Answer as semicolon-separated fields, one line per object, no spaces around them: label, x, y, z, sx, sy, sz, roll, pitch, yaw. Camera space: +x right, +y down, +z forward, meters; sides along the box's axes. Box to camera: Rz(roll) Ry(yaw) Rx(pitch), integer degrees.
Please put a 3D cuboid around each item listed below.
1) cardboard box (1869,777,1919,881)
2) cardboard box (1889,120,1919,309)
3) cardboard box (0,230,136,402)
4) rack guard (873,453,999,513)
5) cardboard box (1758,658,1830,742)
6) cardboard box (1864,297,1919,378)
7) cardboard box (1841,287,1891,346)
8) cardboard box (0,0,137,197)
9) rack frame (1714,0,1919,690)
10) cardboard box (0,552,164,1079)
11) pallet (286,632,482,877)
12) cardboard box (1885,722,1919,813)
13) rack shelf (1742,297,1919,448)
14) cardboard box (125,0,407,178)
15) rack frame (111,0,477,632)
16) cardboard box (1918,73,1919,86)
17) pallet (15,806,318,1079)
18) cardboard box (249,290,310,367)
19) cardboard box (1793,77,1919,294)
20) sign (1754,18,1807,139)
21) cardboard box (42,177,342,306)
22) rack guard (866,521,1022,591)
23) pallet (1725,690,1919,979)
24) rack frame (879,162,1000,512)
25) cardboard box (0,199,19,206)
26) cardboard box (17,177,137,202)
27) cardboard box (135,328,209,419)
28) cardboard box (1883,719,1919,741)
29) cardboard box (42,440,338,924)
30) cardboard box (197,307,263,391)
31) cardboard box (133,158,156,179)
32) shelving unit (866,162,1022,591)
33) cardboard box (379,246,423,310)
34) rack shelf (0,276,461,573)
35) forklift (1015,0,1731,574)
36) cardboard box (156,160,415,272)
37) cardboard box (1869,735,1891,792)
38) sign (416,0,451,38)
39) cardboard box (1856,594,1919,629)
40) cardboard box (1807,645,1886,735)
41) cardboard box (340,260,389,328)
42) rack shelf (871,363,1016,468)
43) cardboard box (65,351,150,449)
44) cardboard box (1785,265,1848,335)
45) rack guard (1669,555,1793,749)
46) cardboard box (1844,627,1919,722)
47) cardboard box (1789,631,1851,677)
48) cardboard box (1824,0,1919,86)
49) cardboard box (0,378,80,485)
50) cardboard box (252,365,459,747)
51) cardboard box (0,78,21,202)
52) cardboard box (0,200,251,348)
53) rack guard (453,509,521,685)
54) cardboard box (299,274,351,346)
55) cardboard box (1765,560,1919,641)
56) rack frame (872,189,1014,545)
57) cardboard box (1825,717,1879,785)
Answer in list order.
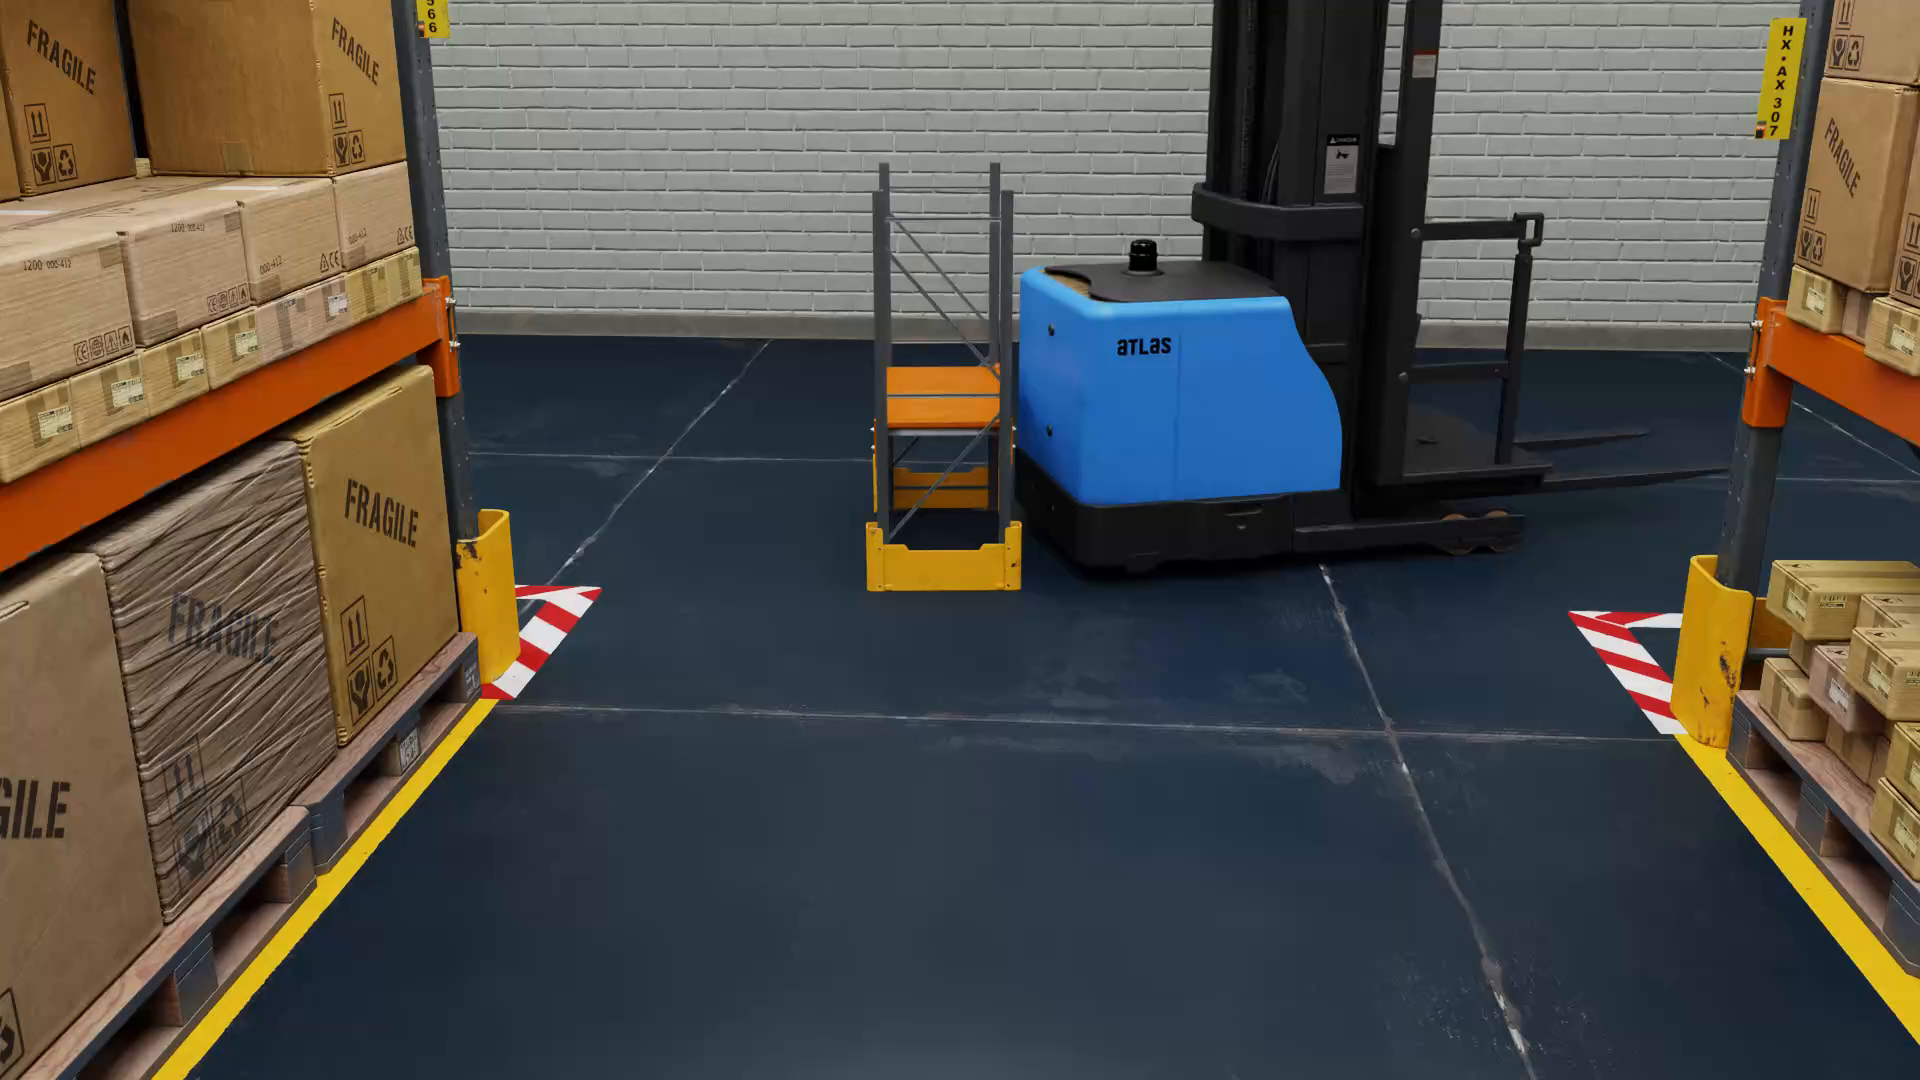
cardboard box;2.401;0.686;3.917;0.380;0.149;0.250;2;18;5
cardboard box;2.513;-0.751;3.760;0.500;0.500;0.500;1;18;4
cardboard box;-1.983;-0.441;3.213;0.500;0.250;0.500;1;18;4
rack guard;-0.084;-0.249;7.281;0.587;0.250;0.087;0;18;-1
cardboard box;2.476;0.449;4.641;0.380;0.149;0.250;2;18;5
cardboard box;2.434;-0.487;3.996;0.380;0.149;0.250;1;18;2
cardboard box;2.506;-0.570;4.248;0.380;0.149;0.250;2;18;6
cardboard box;-2.446;-1.132;4.121;0.500;0.500;0.500;1;18;3
rack frame;2.833;-0.862;4.737;1.000;3.000;0.127;1;18;4
cardboard box;-2.202;0.565;3.118;0.875;0.875;0.875;1;18;4
pallet;-2.086;0.571;4.842;1.003;0.211;1.213;1;18;4
cardboard box;2.408;0.548;3.861;0.380;0.149;0.250;2;18;6
rack shelf;2.690;0.101;2.954;1.077;0.370;4.000;1;18;4
cardboard box;-1.879;-1.274;4.551;0.500;0.500;0.500;2;18;5
rack frame;-2.107;-1.004;5.171;1.000;3.000;0.127;1;18;4
cardboard box;2.507;-1.236;3.633;0.500;0.500;0.500;2;18;6
pallet;-2.176;0.949;3.689;1.003;0.211;1.213;1;18;4
cardboard box;-1.859;-0.530;4.128;0.380;0.149;0.250;2;18;5
cardboard box;2.526;-0.918;4.269;0.500;0.500;0.500;2;18;7
sign;2.292;-1.286;4.639;0.100;0.325;0.005;1;18;4
cardboard box;-1.914;-0.760;4.190;0.500;0.250;0.500;1;18;3
rack guard;-0.061;0.061;6.335;0.587;0.250;0.087;0;18;-1
pallet;2.734;0.738;4.332;1.003;0.211;1.213;1;18;4
rack frame;-0.084;-0.843;7.088;0.500;1.500;0.032;0;18;-1
cardboard box;-2.481;-0.614;3.742;0.500;0.250;0.500;1;18;2
cardboard box;-2.441;-0.770;4.218;0.500;0.250;0.500;1;18;3
cardboard box;-1.894;-0.369;3.636;0.380;0.149;0.250;1;18;4
cardboard box;2.534;0.470;4.097;0.380;0.149;0.250;2;18;5
cardboard box;-2.138;0.289;3.962;0.875;0.875;0.875;1;18;4
cardboard box;-1.876;-0.450;3.882;0.380;0.149;0.250;1;18;3
cardboard box;-2.410;-0.931;4.711;0.500;0.250;0.500;1;18;2
shelving unit;-0.073;-0.688;6.613;0.587;1.500;1.083;0;18;-1
cardboard box;-1.804;-0.767;4.850;0.380;0.149;0.250;2;18;5
rack shelf;-2.250;-0.041;3.387;1.077;0.370;4.000;1;18;4
forklift;1.812;-1.485;6.749;3.031;2.935;1.130;-4;19;-13
cardboard box;-1.877;-0.918;4.671;0.500;0.250;0.500;1;18;3
cardboard box;2.528;0.609;4.151;0.380;0.149;0.250;1;18;5
sign;-1.566;-1.651;4.904;0.100;0.325;0.005;1;18;4
cardboard box;2.557;0.254;4.280;0.380;0.149;0.250;2;18;5
cardboard box;2.464;0.392;4.335;0.380;0.149;0.250;1;18;4
cardboard box;-1.821;-0.686;4.604;0.380;0.149;0.250;1;18;4
rack shelf;-0.073;-0.514;6.661;0.538;0.185;1.000;0;18;-1
cardboard box;-1.914;-0.292;3.401;0.380;0.149;0.250;2;18;5
cardboard box;2.483;-0.650;4.492;0.380;0.149;0.250;1;18;3
rack guard;2.828;0.349;5.054;1.175;0.500;0.348;1;18;4
cardboard box;2.411;0.329;4.050;0.380;0.149;0.250;1;18;4
cardboard box;2.540;0.309;4.590;0.380;0.149;0.250;2;18;6
cardboard box;2.536;-1.393;4.112;0.500;0.500;0.500;1;18;4
cardboard box;-1.930;-0.211;3.154;0.380;0.149;0.250;1;18;2
cardboard box;-2.073;0.006;4.824;0.875;0.875;0.875;1;18;4
cardboard box;-2.477;-0.971;3.629;0.500;0.500;0.500;1;18;2
cardboard box;-1.950;-0.602;3.707;0.500;0.250;0.500;1;18;2
rack guard;-2.105;0.176;5.583;1.175;0.500;0.348;1;18;4
cardboard box;-1.840;-0.608;4.364;0.380;0.149;0.250;1;18;4
cardboard box;2.457;0.165;4.550;0.380;0.149;0.250;0;18;1
rack frame;-0.061;-0.527;6.122;0.500;1.500;0.032;0;18;-1
cardboard box;2.539;0.532;4.387;0.380;0.149;0.250;1;18;4
